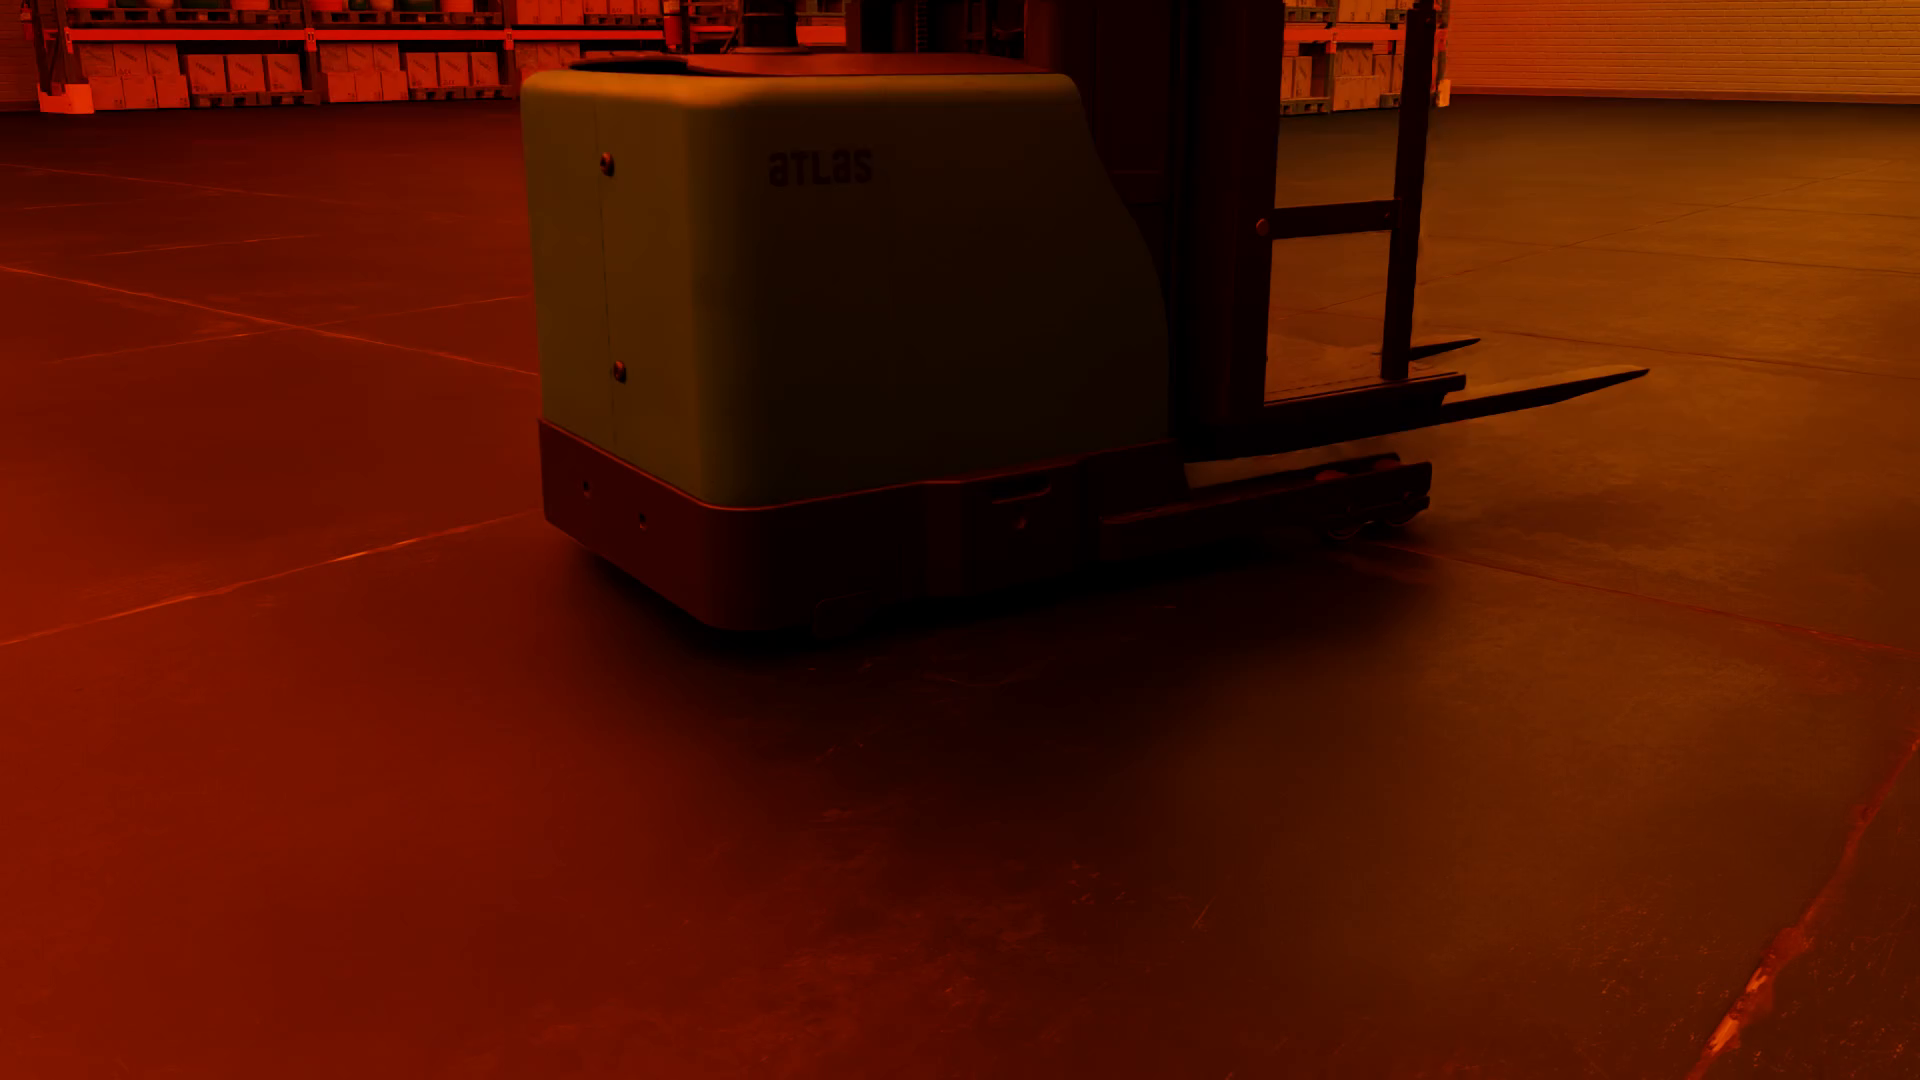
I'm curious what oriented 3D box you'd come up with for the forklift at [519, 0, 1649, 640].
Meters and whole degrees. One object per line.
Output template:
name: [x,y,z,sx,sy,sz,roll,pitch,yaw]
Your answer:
forklift: [0.541,-1.518,3.898,3.031,2.935,1.130,-11,20,-32]
